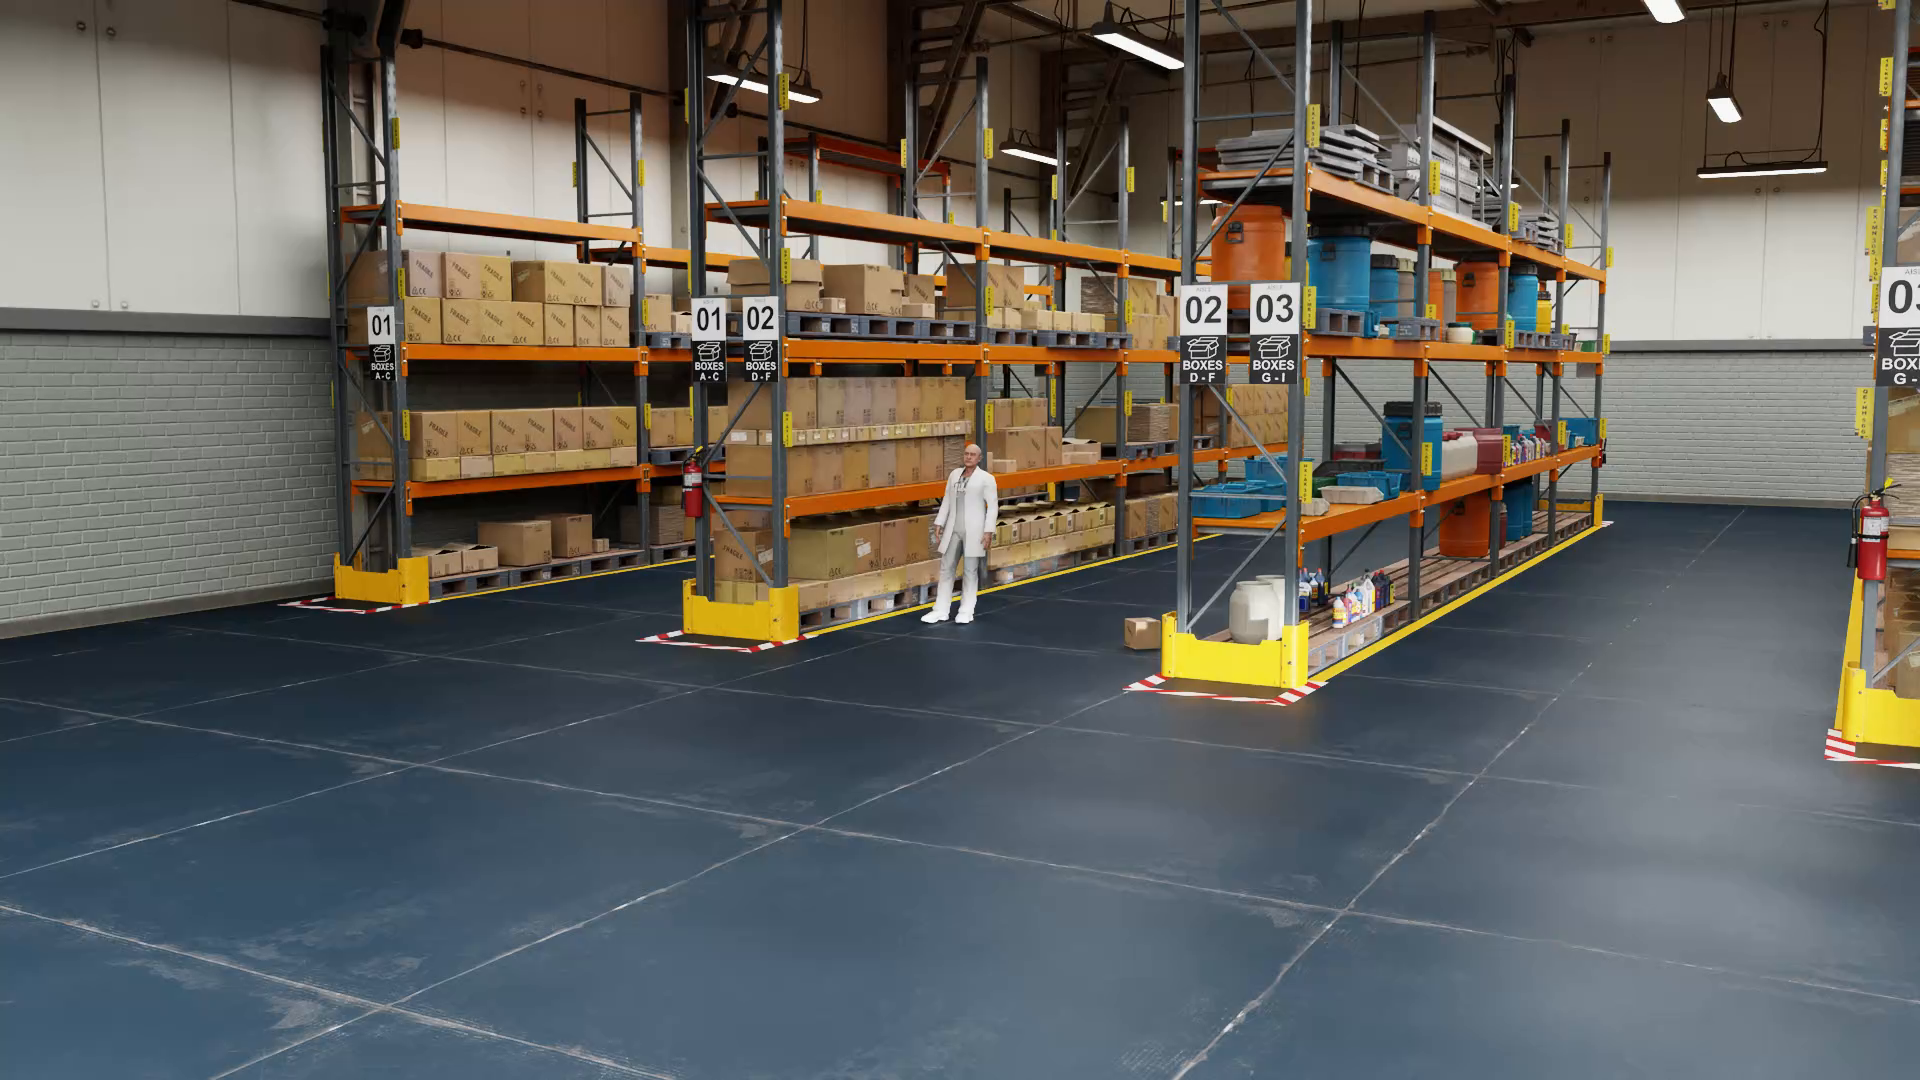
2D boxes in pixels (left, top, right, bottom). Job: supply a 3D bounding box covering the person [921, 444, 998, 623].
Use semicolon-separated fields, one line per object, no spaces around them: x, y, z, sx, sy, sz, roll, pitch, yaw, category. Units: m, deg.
0.010;-0.063;16.597;0.695;1.777;0.579;3;7;29;person
